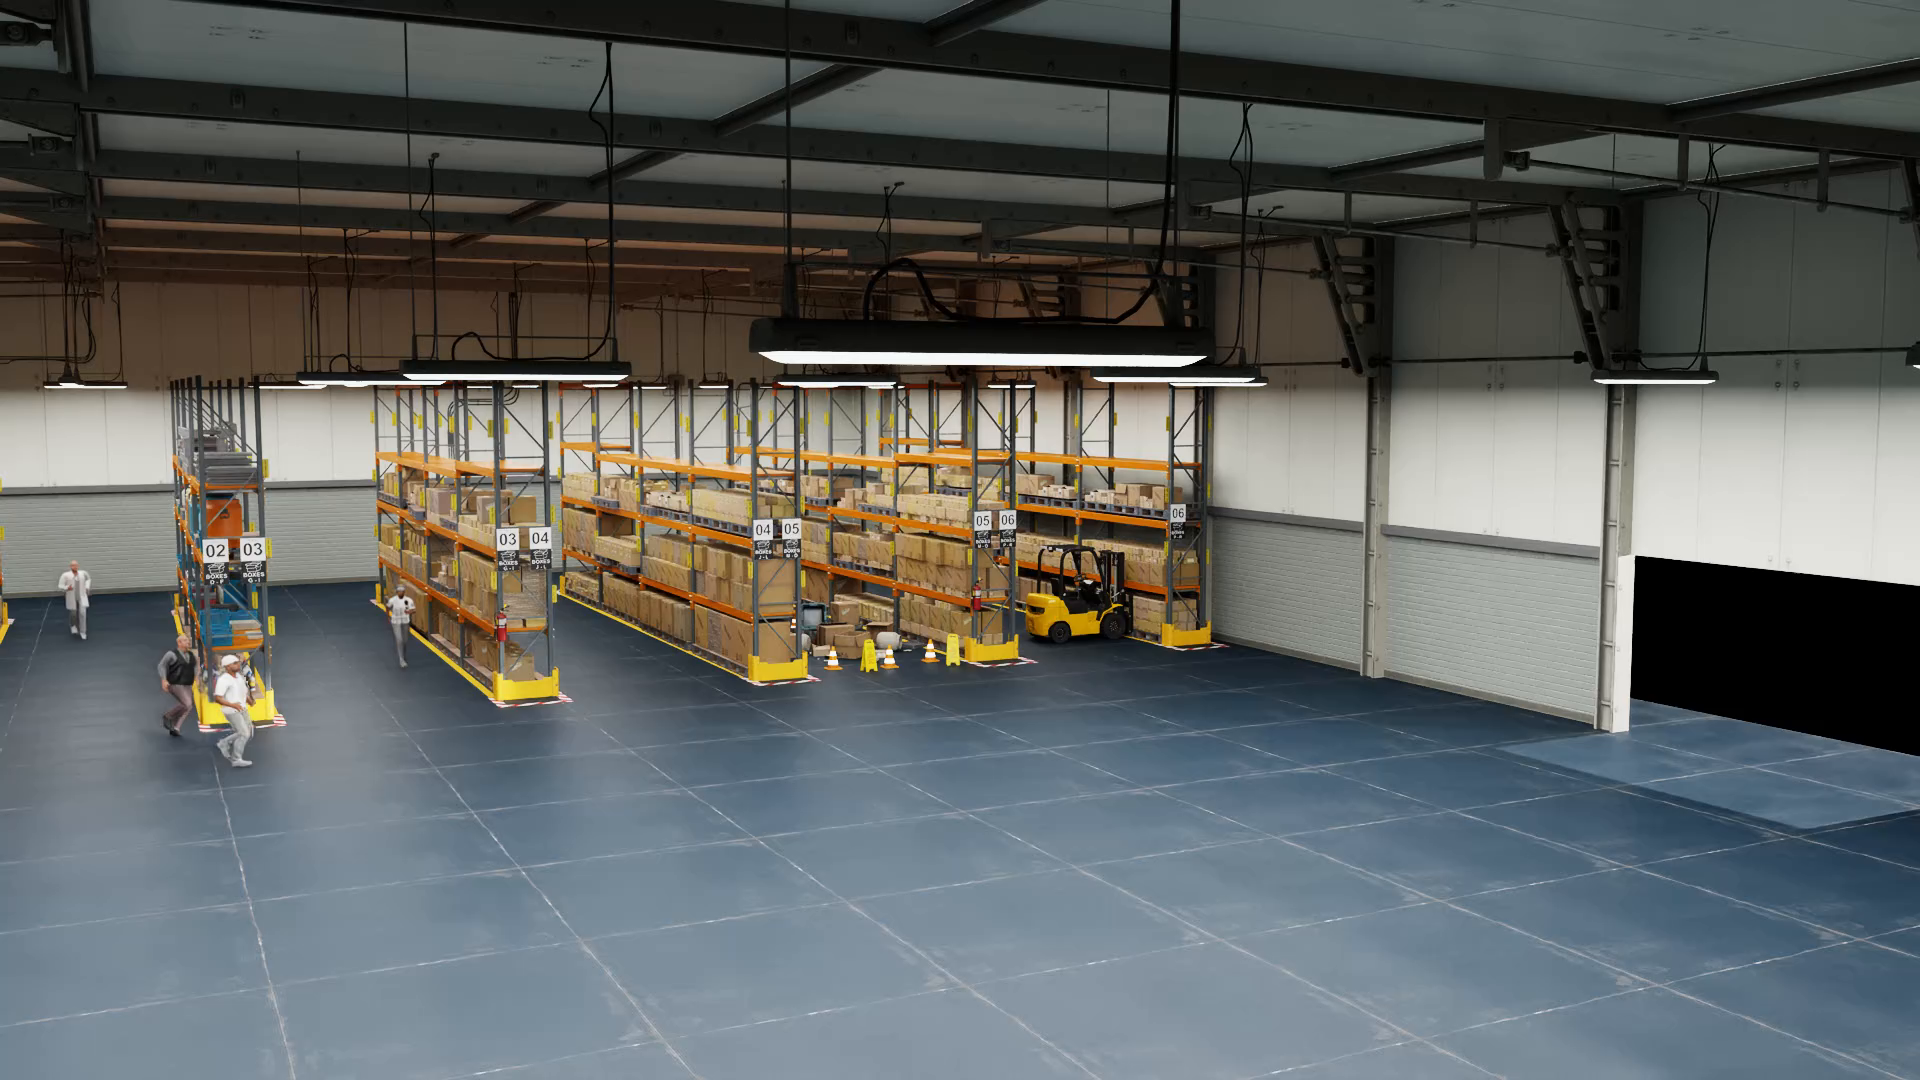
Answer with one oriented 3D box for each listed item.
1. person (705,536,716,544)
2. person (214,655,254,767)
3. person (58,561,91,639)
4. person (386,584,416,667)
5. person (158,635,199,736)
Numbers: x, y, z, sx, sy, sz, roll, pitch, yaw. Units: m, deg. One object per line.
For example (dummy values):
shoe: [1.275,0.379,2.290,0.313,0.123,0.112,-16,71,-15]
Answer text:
person: [-7.561,0.362,50.730,0.750,1.722,0.789,-1,5,-10]
person: [-11.115,2.607,25.409,0.608,1.718,0.697,0,5,1]
person: [-20.608,1.386,38.766,0.707,1.785,1.048,-4,6,-37]
person: [-11.698,1.758,34.827,0.567,1.697,0.933,-3,6,-27]
person: [-12.974,2.428,27.821,0.534,1.649,0.684,2,6,24]
